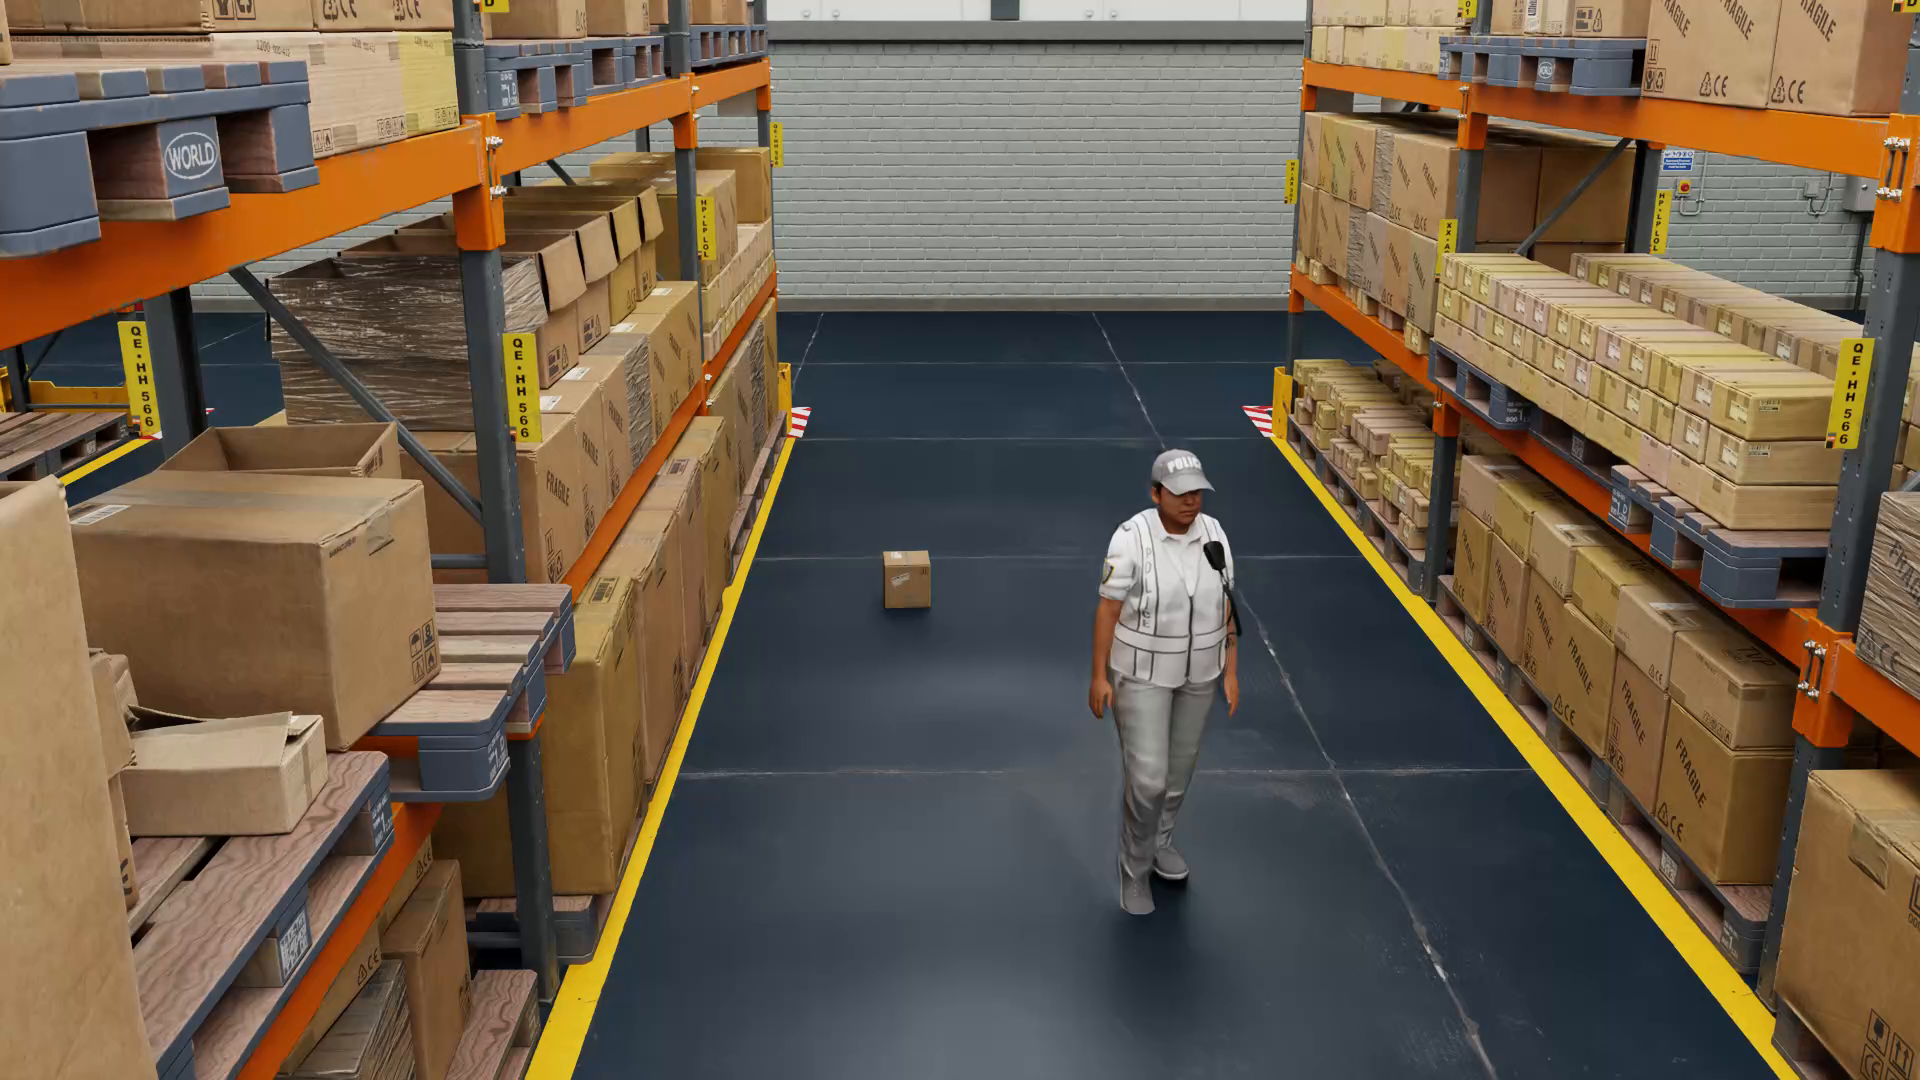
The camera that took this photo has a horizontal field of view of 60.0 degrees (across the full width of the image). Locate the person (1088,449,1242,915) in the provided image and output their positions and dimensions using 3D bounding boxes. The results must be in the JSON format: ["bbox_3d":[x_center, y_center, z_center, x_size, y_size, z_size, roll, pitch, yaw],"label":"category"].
[{"bbox_3d":[0.727,0.519,5.945,0.529,1.736,0.494,-6,18,-19],"label":"person"}]
